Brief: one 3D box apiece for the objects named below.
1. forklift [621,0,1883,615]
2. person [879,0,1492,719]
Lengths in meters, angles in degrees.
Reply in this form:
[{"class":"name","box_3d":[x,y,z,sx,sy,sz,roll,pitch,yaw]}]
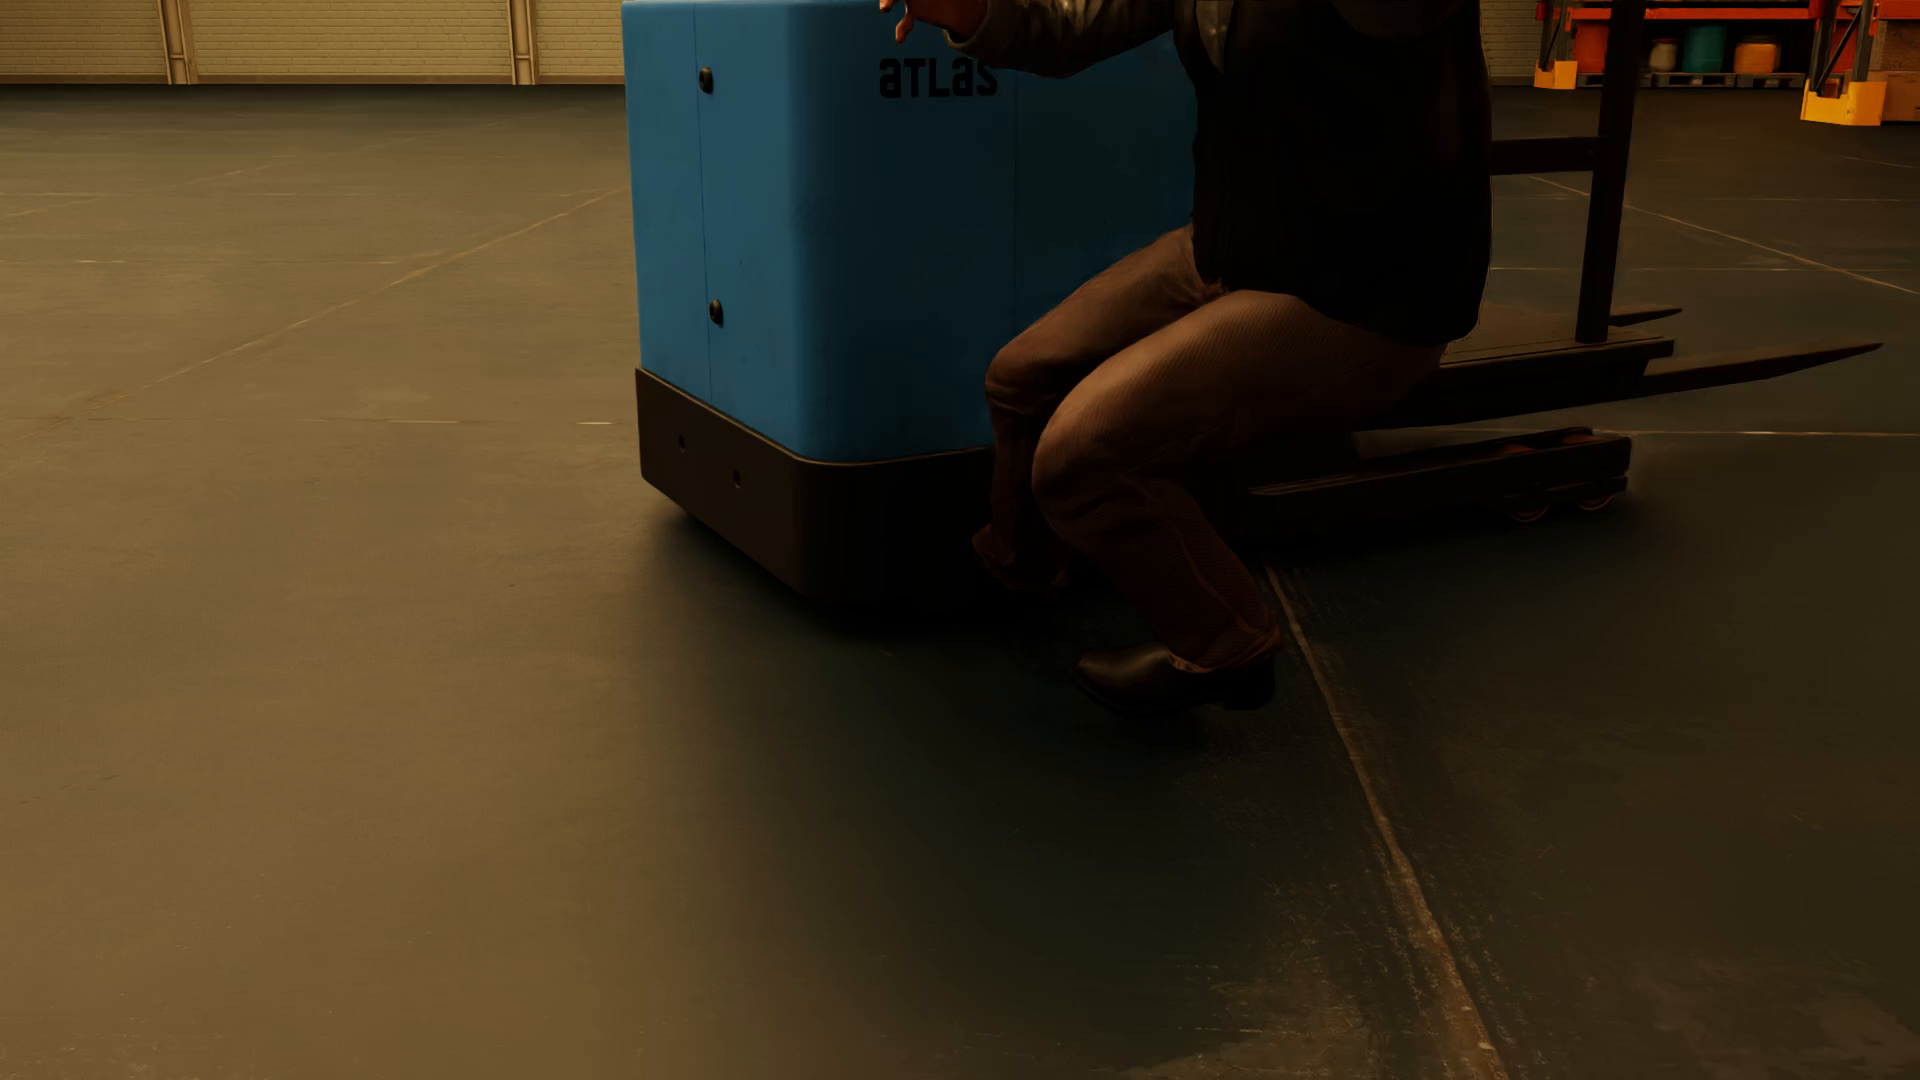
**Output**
[{"class":"forklift","box_3d":[0.859,-1.563,3.462,3.031,2.935,1.130,-9,19,-27]},{"class":"person","box_3d":[0.305,-0.374,2.154,0.793,1.438,1.577,-7,19,-21]}]
